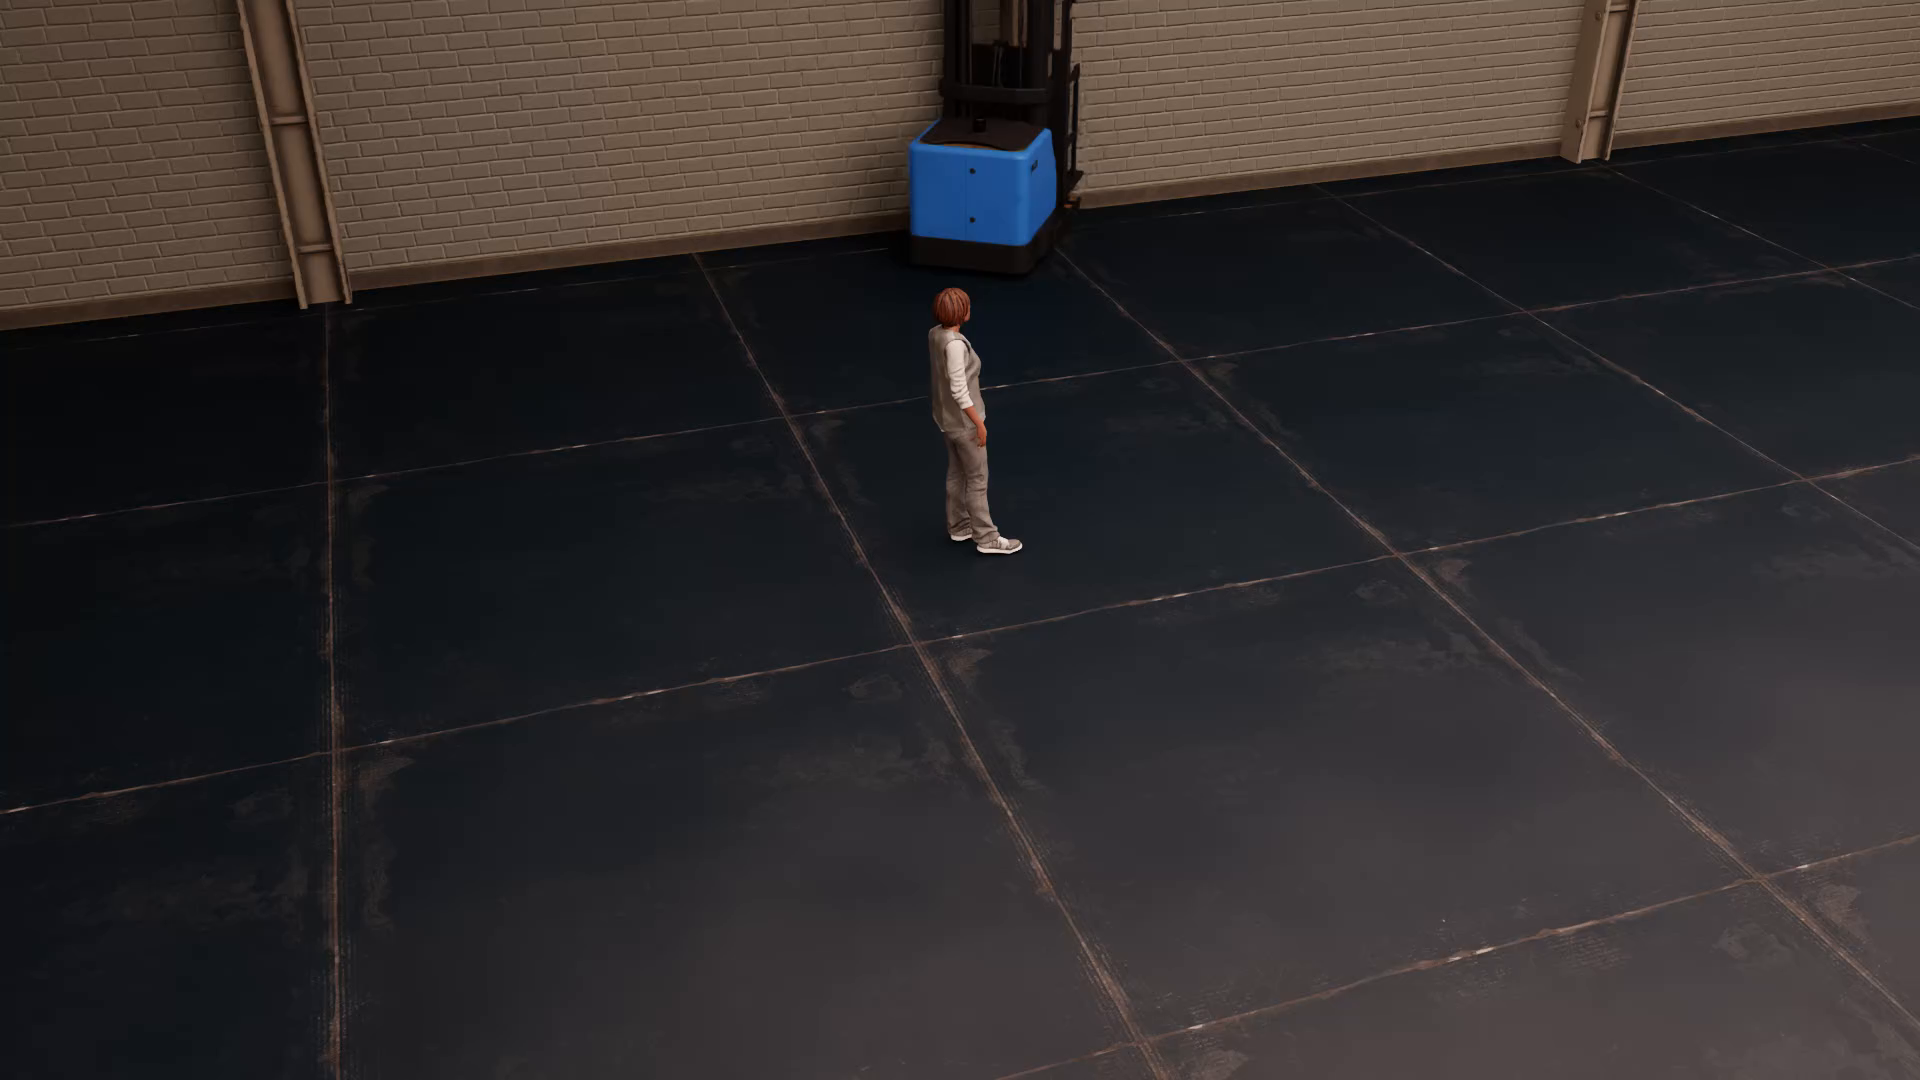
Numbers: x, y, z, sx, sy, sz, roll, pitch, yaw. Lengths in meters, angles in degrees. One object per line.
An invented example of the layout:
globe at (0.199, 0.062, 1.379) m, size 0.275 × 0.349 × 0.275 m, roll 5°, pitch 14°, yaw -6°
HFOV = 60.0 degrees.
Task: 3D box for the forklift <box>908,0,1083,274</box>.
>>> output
forklift at (0.471, -4.179, 14.350) m, size 1.130 × 2.935 × 3.031 m, roll 8°, pitch 31°, yaw 14°

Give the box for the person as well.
person at (0.074, -0.704, 9.633) m, size 0.475 × 1.597 × 0.520 m, roll -10°, pitch 31°, yaw -16°
